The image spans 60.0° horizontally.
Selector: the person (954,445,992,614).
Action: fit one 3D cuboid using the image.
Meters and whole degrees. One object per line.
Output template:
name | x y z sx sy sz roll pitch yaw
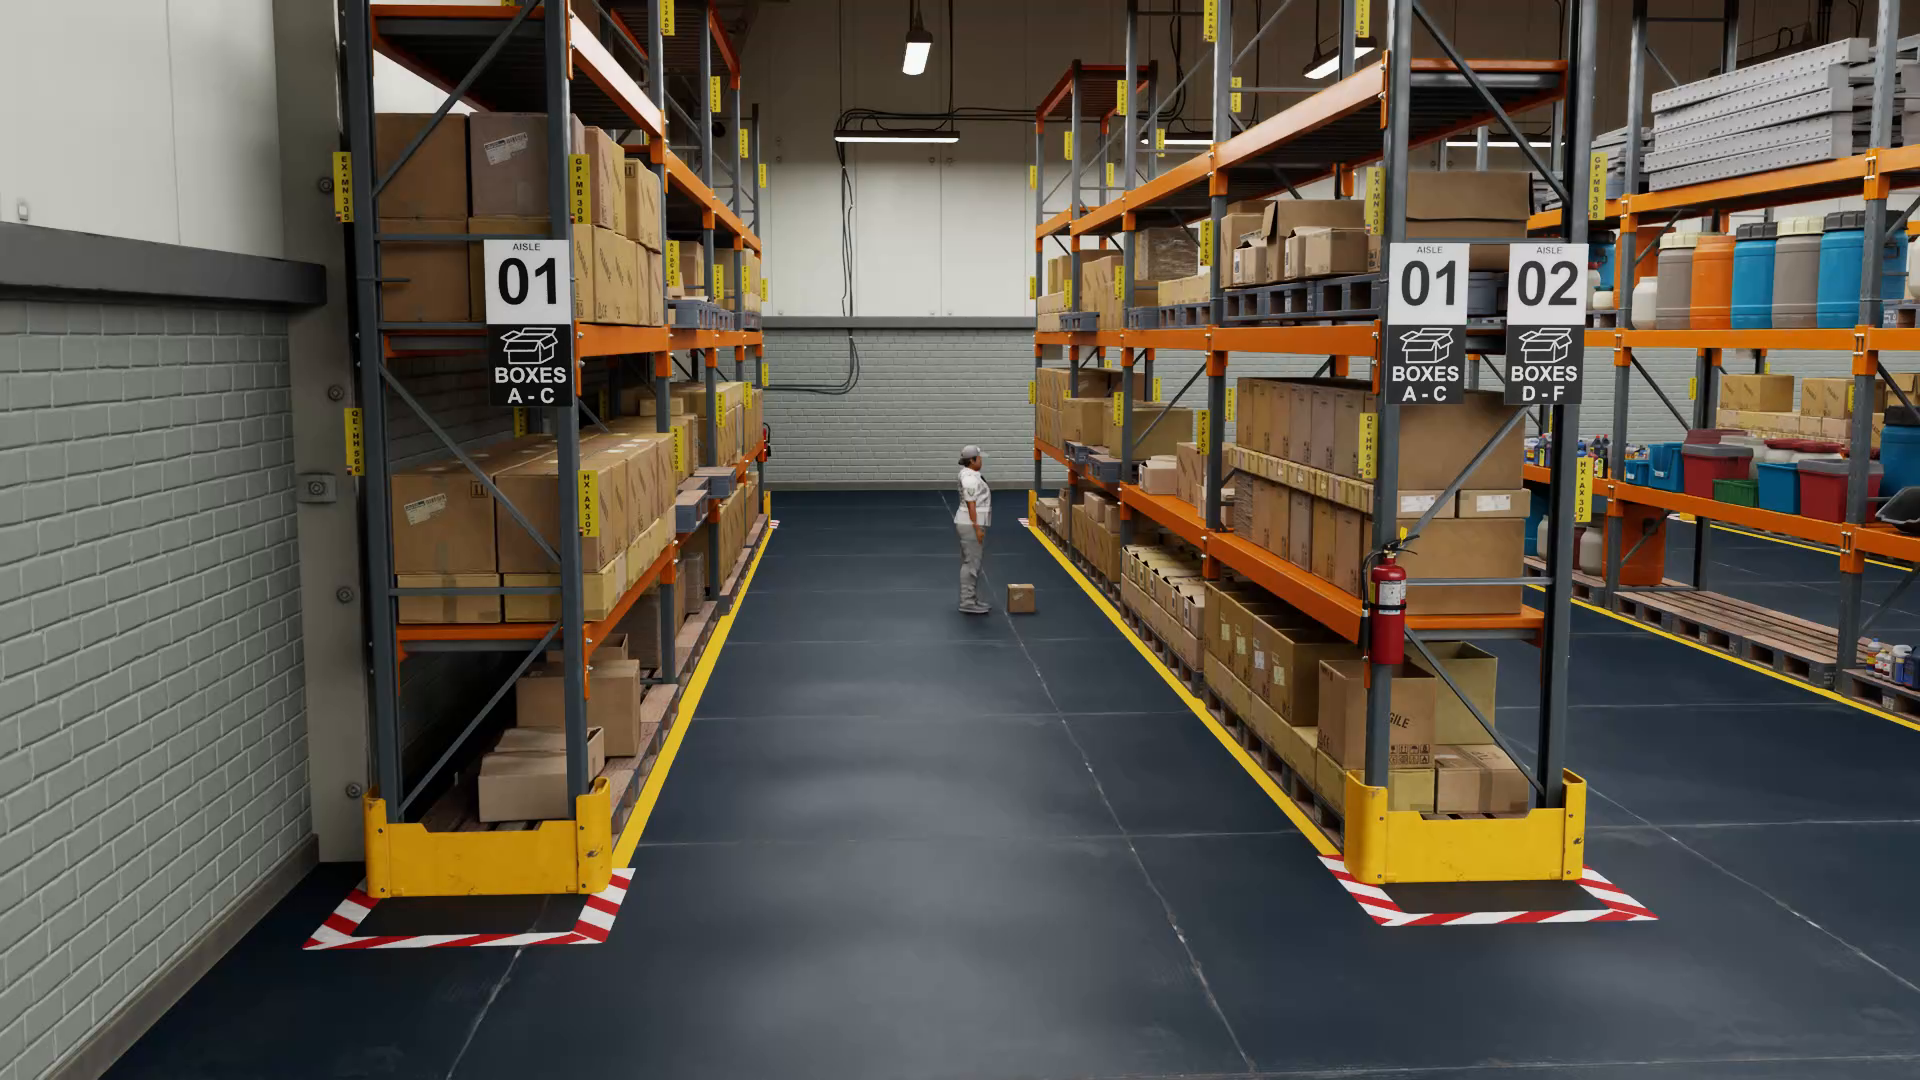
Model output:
person | 0.135 -0.112 16.661 0.387 1.672 0.475 0 7 -2
